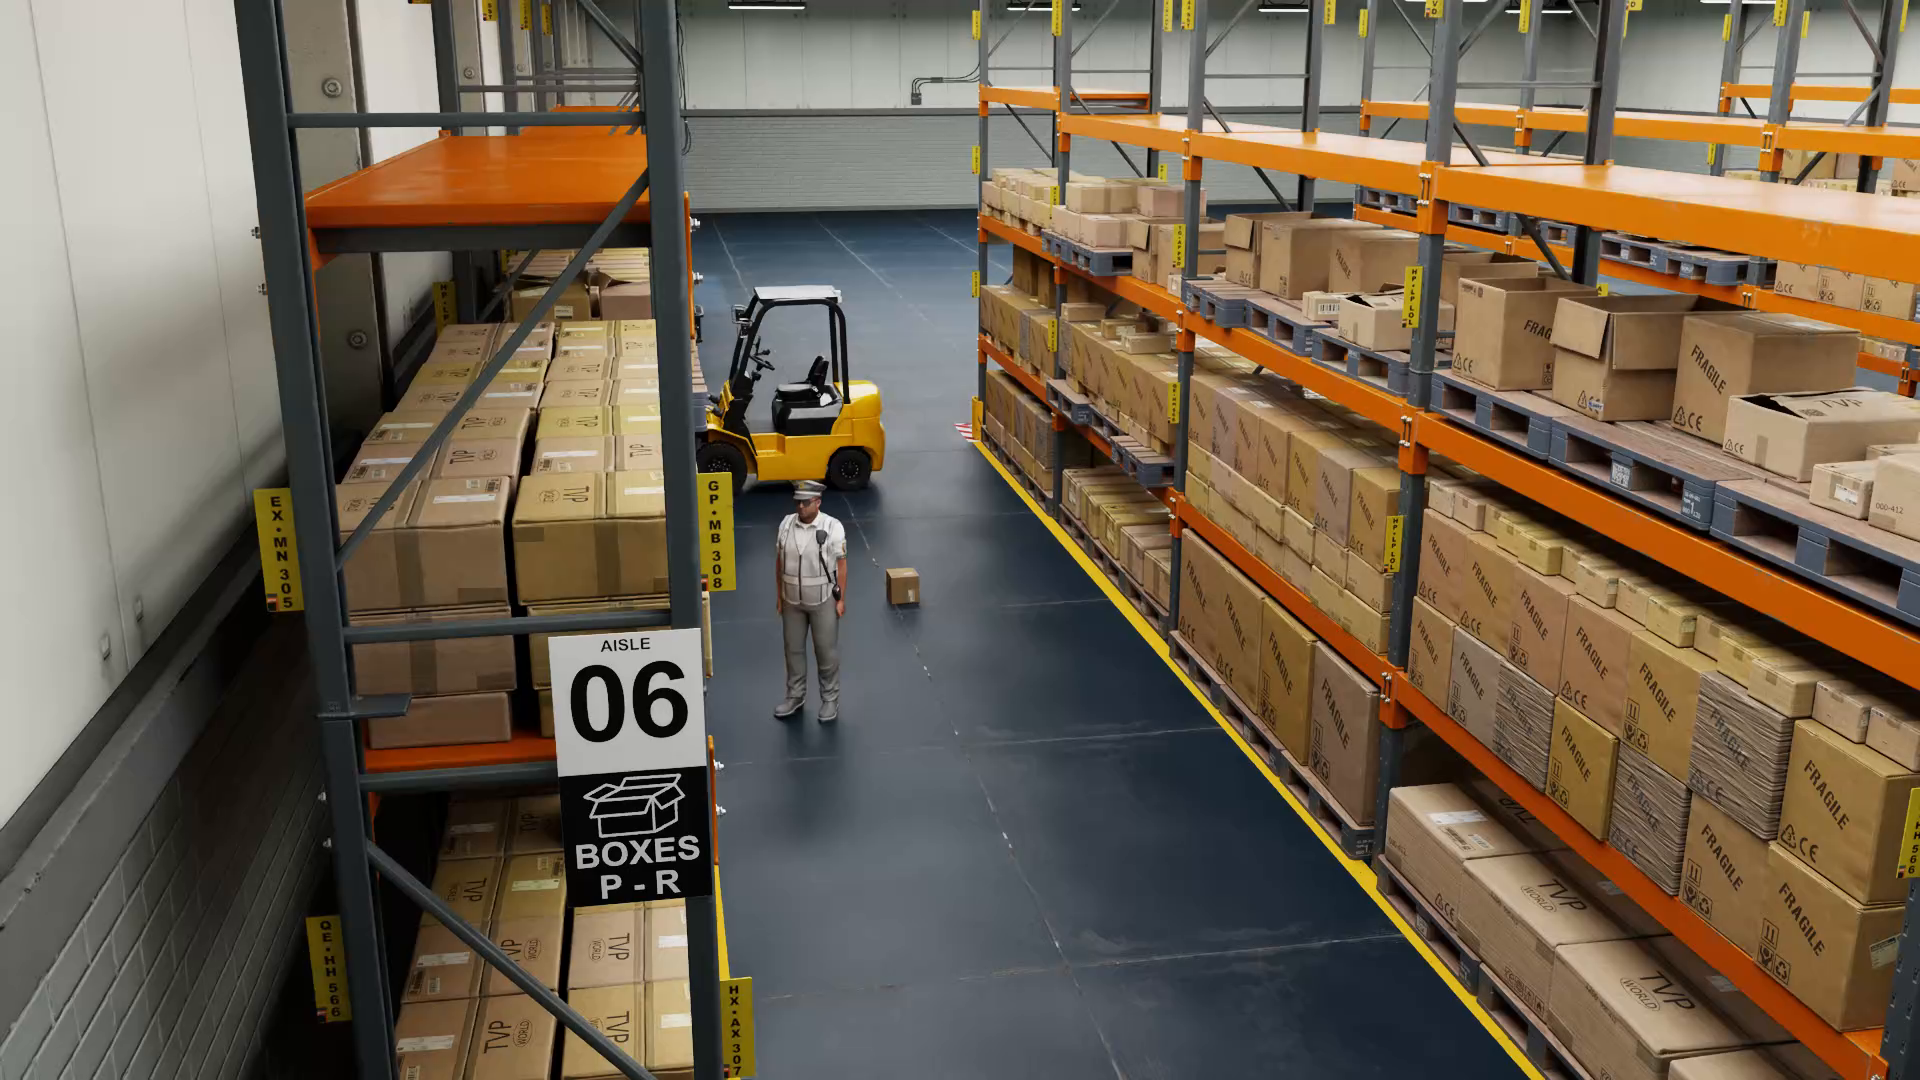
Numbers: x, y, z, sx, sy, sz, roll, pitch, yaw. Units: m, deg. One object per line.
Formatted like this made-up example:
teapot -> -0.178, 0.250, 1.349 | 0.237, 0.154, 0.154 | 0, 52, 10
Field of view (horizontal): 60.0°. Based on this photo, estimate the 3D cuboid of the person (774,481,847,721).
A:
person -> -1.089, 0.419, 12.048 | 0.527, 1.773, 0.395 | 4, 17, 14
